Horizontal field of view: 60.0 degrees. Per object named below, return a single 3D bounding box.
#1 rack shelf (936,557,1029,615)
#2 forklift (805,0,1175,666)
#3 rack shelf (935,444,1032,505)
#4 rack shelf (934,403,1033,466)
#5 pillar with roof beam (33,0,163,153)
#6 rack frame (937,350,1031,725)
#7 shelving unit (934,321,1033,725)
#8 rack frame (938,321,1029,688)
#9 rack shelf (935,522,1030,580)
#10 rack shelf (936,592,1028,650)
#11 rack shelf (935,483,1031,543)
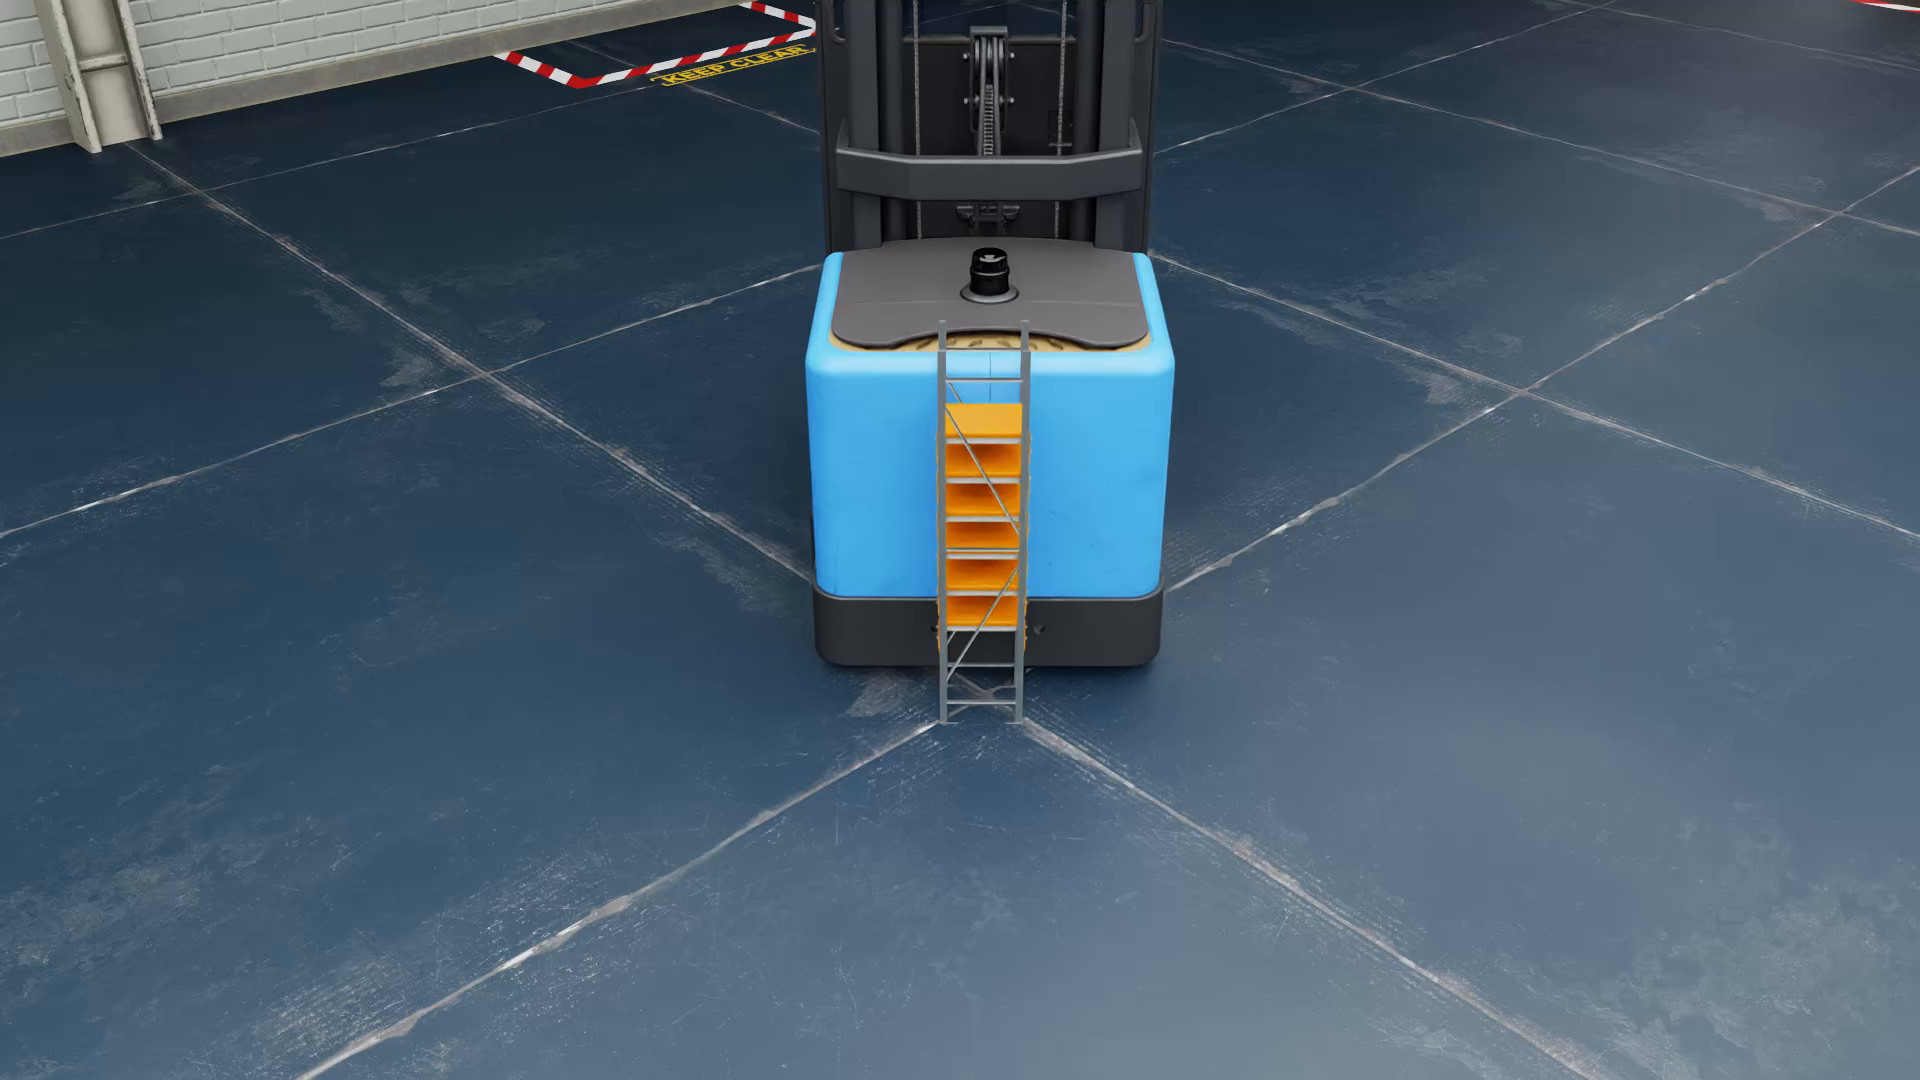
[{"bbox_3d":[0.062,0.121,4.717,0.258,0.103,0.180,0,31,0],"label":"rack shelf"},{"bbox_3d":[0.090,-1.600,5.557,1.130,2.935,3.031,0,31,0],"label":"forklift"},{"bbox_3d":[0.062,-0.186,4.529,0.258,0.103,0.180,0,31,0],"label":"rack shelf"},{"bbox_3d":[0.062,-0.289,4.467,0.258,0.103,0.180,0,31,0],"label":"rack shelf"},{"bbox_3d":[-1.876,-4.479,4.449,0.400,9.000,9.100,-26,40,-35],"label":"pillar with roof beam"},{"bbox_3d":[0.062,0.028,4.553,0.240,1.200,0.006,0,31,0],"label":"rack frame"},{"bbox_3d":[0.062,-0.019,4.632,0.258,1.200,0.189,0,31,0],"label":"shelving unit"},{"bbox_3d":[0.063,-0.067,4.710,0.240,1.200,0.006,0,31,0],"label":"rack frame"},{"bbox_3d":[0.062,0.019,4.655,0.258,0.103,0.180,0,31,0],"label":"rack shelf"},{"bbox_3d":[0.062,0.223,4.780,0.258,0.103,0.180,0,31,0],"label":"rack shelf"},{"bbox_3d":[0.062,-0.084,4.592,0.258,0.103,0.180,0,31,0],"label":"rack shelf"}]
